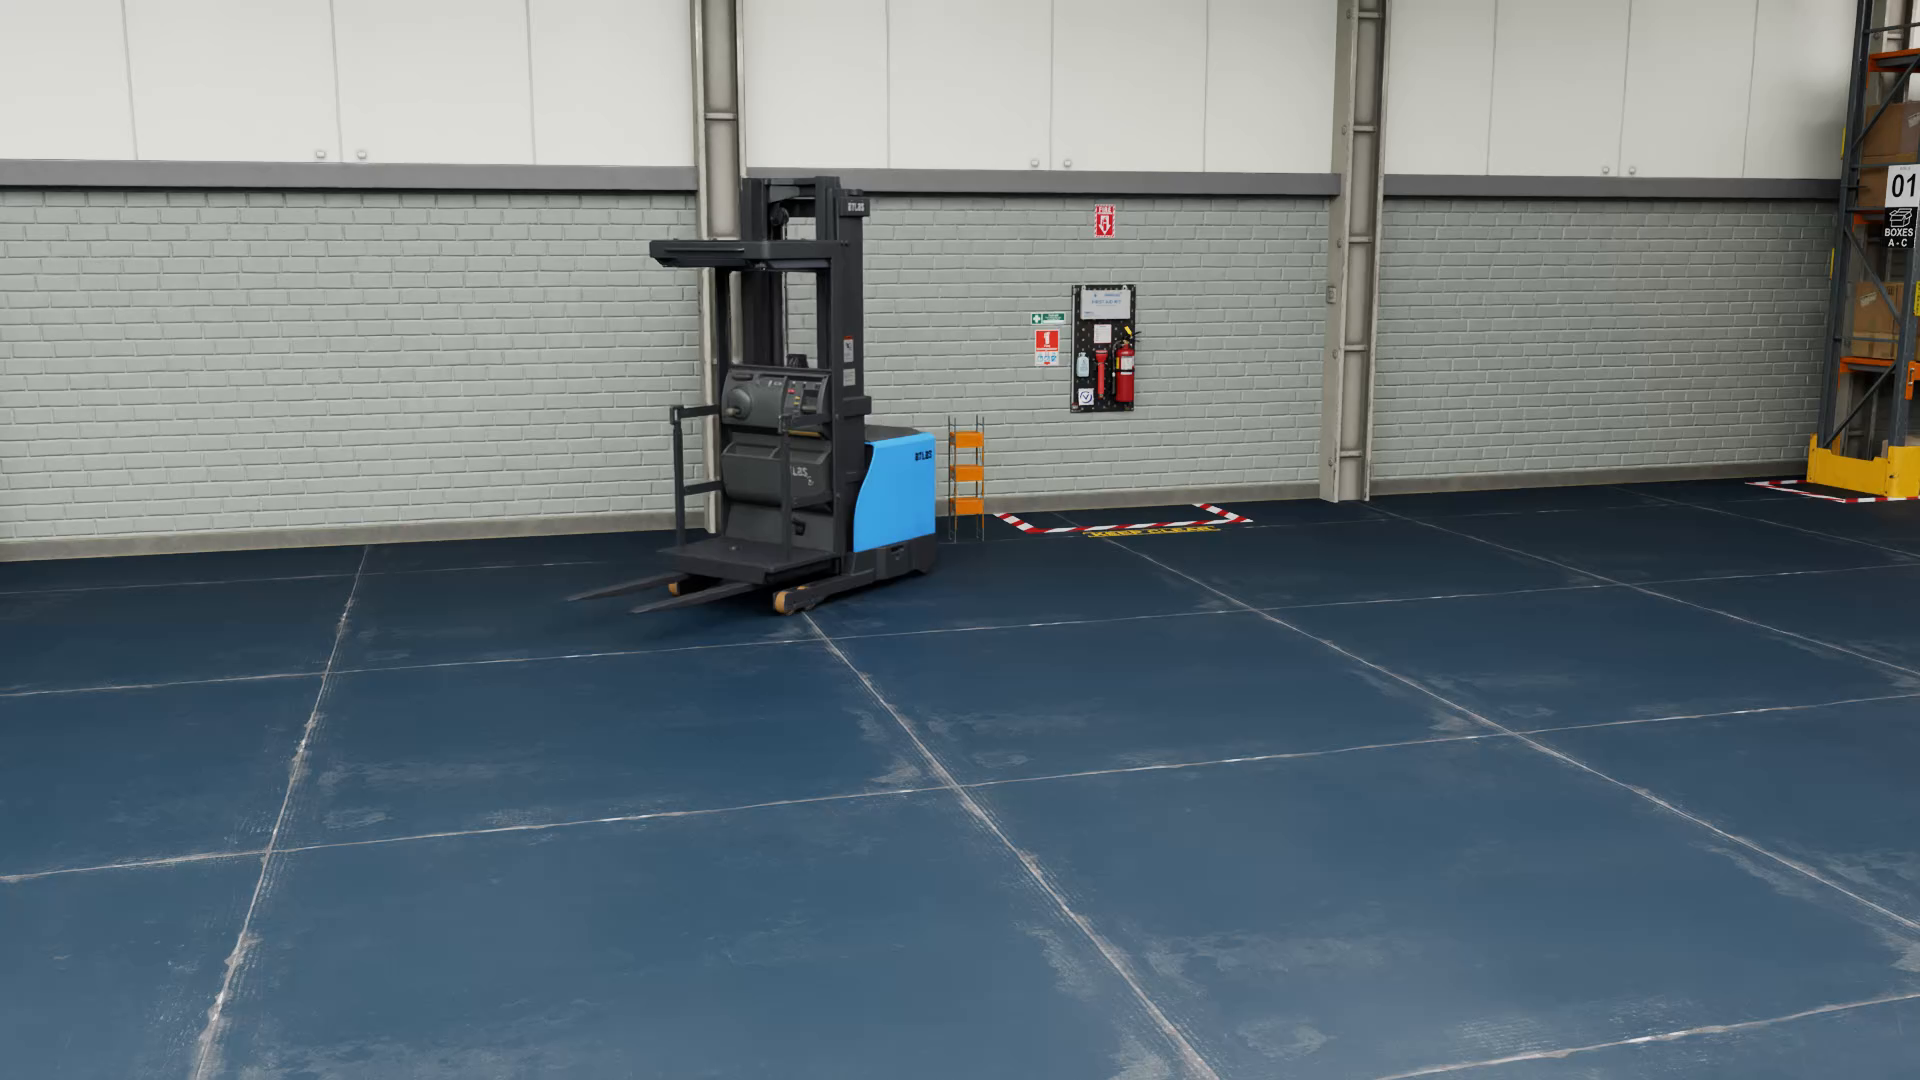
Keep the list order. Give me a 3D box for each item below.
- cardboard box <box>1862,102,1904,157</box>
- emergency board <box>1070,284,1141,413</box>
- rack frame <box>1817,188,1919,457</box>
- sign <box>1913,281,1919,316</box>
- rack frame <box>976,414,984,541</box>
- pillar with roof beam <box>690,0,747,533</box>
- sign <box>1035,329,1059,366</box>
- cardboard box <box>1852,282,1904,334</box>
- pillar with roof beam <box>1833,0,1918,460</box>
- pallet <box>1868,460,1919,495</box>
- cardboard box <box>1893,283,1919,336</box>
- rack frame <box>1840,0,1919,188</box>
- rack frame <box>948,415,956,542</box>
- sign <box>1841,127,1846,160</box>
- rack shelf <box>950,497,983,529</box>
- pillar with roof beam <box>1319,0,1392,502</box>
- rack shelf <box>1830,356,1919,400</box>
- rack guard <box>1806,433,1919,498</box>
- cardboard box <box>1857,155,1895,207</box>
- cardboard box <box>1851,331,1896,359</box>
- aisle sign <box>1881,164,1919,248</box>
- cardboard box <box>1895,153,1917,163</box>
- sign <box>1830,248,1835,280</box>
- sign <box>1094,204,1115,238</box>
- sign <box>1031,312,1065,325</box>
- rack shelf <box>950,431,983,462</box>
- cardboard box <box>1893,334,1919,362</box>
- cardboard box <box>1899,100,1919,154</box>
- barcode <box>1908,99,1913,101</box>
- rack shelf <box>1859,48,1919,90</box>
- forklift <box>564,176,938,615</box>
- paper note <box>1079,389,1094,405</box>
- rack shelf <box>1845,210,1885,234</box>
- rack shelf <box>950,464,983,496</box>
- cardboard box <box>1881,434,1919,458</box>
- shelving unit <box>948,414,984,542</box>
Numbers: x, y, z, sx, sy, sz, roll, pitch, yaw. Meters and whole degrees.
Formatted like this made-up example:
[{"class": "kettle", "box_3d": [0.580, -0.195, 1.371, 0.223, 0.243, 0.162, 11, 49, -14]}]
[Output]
[{"class": "cardboard box", "box_3d": [9.413, -4.086, 16.578, 0.500, 0.500, 0.500, -3, 11, -13]}, {"class": "emergency board", "box_3d": [1.358, -1.756, 15.302, 0.643, 1.169, 0.194, -3, 11, -16]}, {"class": "rack frame", "box_3d": [9.072, -1.993, 16.586, 0.127, 3.000, 1.000, -3, 11, -16]}, {"class": "sign", "box_3d": [9.224, -2.324, 15.995, 0.005, 0.325, 0.100, -3, 11, -16]}, {"class": "rack frame", "box_3d": [0.169, -0.525, 14.000, 0.008, 1.050, 0.200, -3, 11, -16]}, {"class": "pillar with roof beam", "box_3d": [-0.816, -3.773, 9.688, 0.400, 9.000, 9.100, -3, 11, -16]}, {"class": "sign", "box_3d": [0.798, -1.764, 15.245, 0.234, 0.329, 0.001, -3, 11, -16]}, {"class": "cardboard box", "box_3d": [9.465, -2.358, 16.860, 0.500, 0.500, 0.500, -3, 11, -17]}, {"class": "pillar with roof beam", "box_3d": [10.706, -4.381, 12.987, 0.400, 9.000, 9.100, -3, 11, -16]}, {"class": "pallet", "box_3d": [9.935, -0.660, 17.049, 1.213, 0.211, 1.003, -3, 11, -16]}, {"class": "cardboard box", "box_3d": [9.614, -2.269, 16.377, 0.500, 0.500, 0.500, -3, 11, -16]}, {"class": "rack frame", "box_3d": [9.072, -4.943, 16.043, 0.127, 3.000, 1.000, -3, 11, -16]}, {"class": "rack frame", "box_3d": [-0.066, -0.513, 13.933, 0.008, 1.050, 0.200, -3, 11, -16]}, {"class": "sign", "box_3d": [8.936, -4.001, 16.764, 0.005, 0.325, 0.100, -3, 11, -16]}, {"class": "rack shelf", "box_3d": [0.051, -0.235, 14.018, 0.240, 0.259, 0.215, -3, 11, -16]}, {"class": "pillar with roof beam", "box_3d": [4.945, -4.077, 11.337, 0.400, 9.000, 9.100, -3, 11, -16]}, {"class": "rack shelf", "box_3d": [10.992, -1.740, 17.201, 4.000, 0.370, 1.077, -3, 11, -16]}, {"class": "rack guard", "box_3d": [9.145, -0.767, 16.833, 0.348, 0.500, 1.175, -3, 11, -16]}, {"class": "cardboard box", "box_3d": [9.402, -3.592, 16.657, 0.500, 0.500, 0.500, -2, 11, -12]}, {"class": "cardboard box", "box_3d": [9.467, -1.986, 16.909, 0.500, 0.250, 0.500, -3, 11, -15]}, {"class": "aisle sign", "box_3d": [9.087, -3.215, 16.047, 0.004, 0.787, 0.394, -3, 11, -16]}, {"class": "cardboard box", "box_3d": [9.463, -3.500, 16.159, 0.500, 0.500, 0.500, -3, 11, -14]}, {"class": "sign", "box_3d": [8.936, -2.815, 16.982, 0.005, 0.325, 0.100, -3, 11, -16]}, {"class": "sign", "box_3d": [1.322, -2.913, 15.184, 0.199, 0.298, 0.001, -3, 11, -16]}, {"class": "sign", "box_3d": [0.805, -2.023, 15.189, 0.331, 0.109, 0.001, -3, 11, -16]}, {"class": "rack shelf", "box_3d": [0.051, -0.788, 13.917, 0.240, 0.259, 0.215, -3, 11, -16]}, {"class": "cardboard box", "box_3d": [9.629, -1.898, 16.432, 0.500, 0.250, 0.500, -3, 11, -18]}, {"class": "cardboard box", "box_3d": [9.510, -3.996, 16.089, 0.500, 0.500, 0.500, -4, 11, -20]}, {"class": "barcode", "box_3d": [9.614, -4.427, 16.828, 0.075, 0.075, 0.001, -3, 11, -16]}, {"class": "rack shelf", "box_3d": [10.992, -4.689, 16.658, 4.000, 0.370, 1.077, -3, 11, -16]}, {"class": "forklift", "box_3d": [-1.425, -1.030, 11.548, 1.130, 2.935, 3.031, 7, 13, 34]}, {"class": "paper note", "box_3d": [1.169, -1.326, 15.399, 0.142, 0.148, 0.016, -3, 11, -16]}, {"class": "rack shelf", "box_3d": [10.992, -3.215, 16.929, 4.000, 0.370, 1.077, -3, 11, -16]}, {"class": "rack shelf", "box_3d": [0.051, -0.509, 13.968, 0.240, 0.259, 0.215, -3, 11, -16]}, {"class": "cardboard box", "box_3d": [9.761, -0.906, 16.895, 0.500, 0.311, 0.500, -4, 11, -22]}, {"class": "shelving unit", "box_3d": [0.051, -0.519, 13.966, 0.252, 1.050, 0.215, -3, 11, -16]}]
